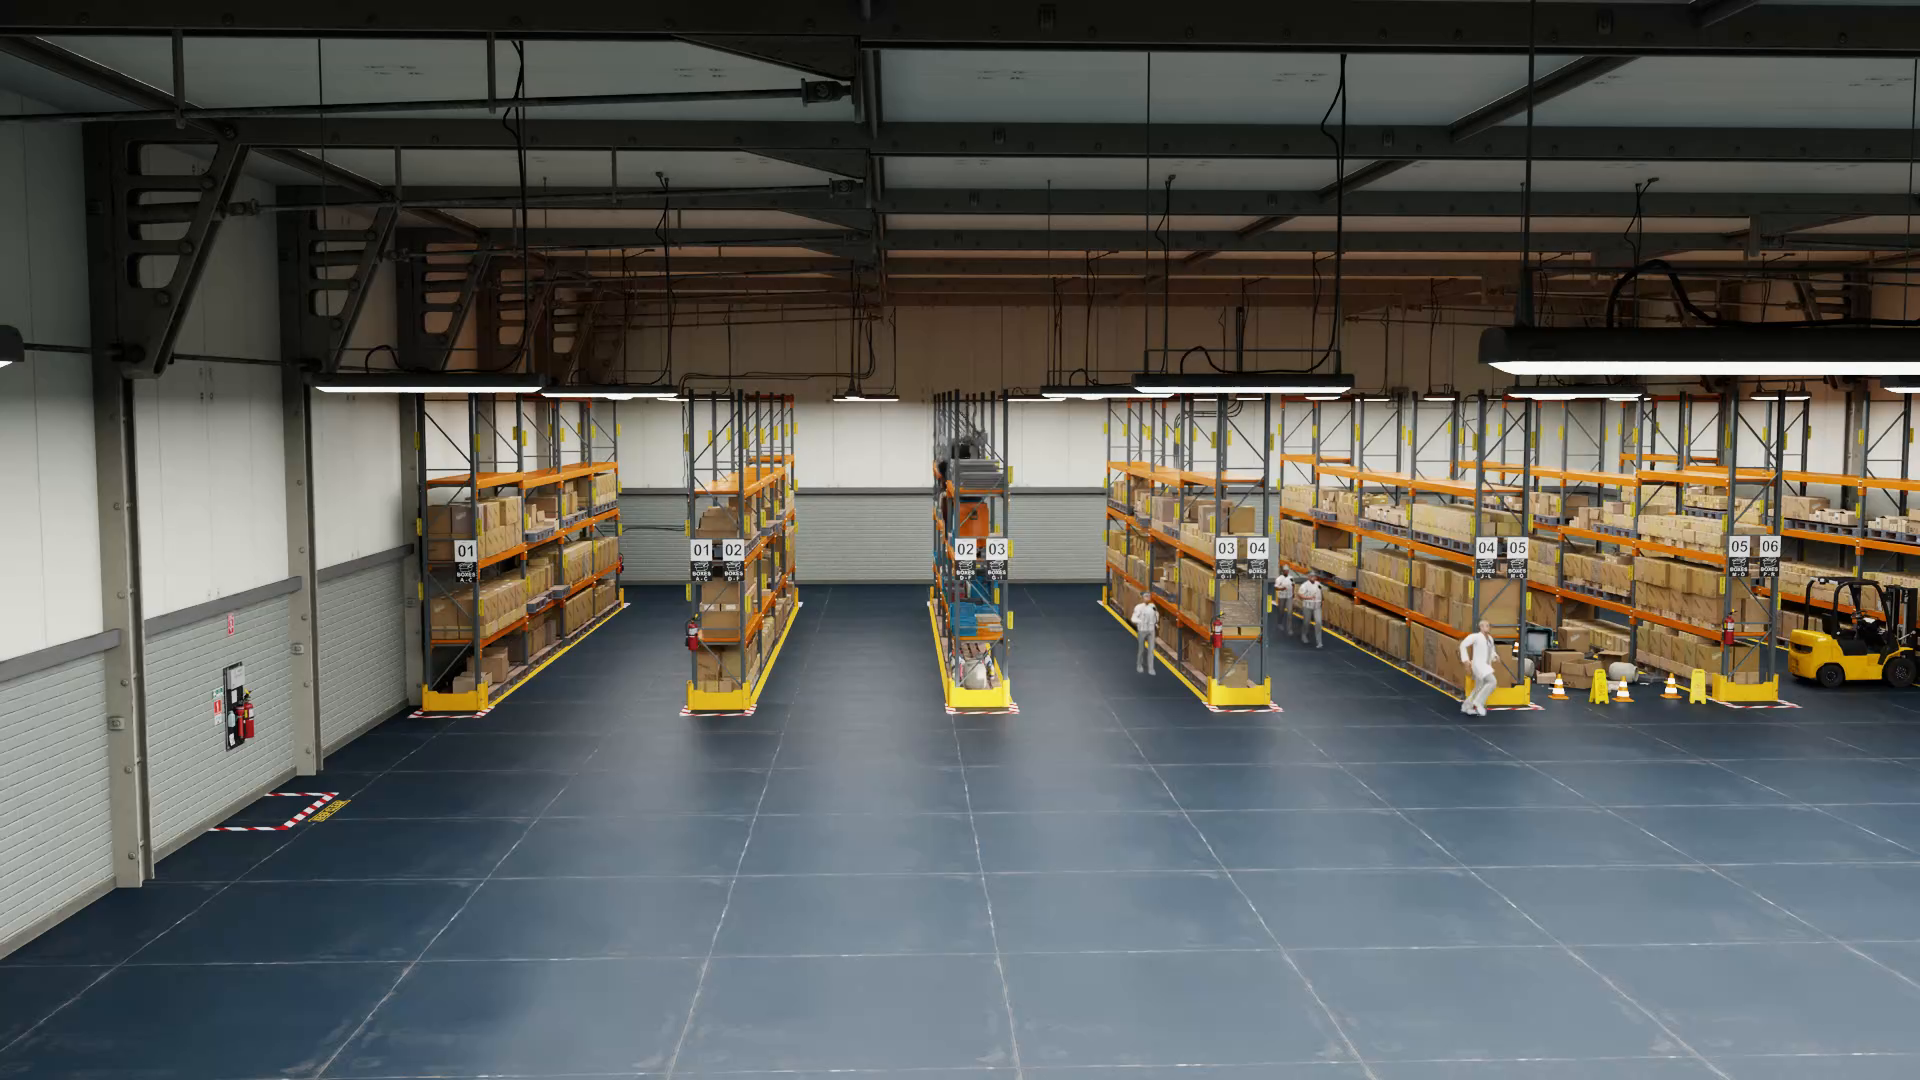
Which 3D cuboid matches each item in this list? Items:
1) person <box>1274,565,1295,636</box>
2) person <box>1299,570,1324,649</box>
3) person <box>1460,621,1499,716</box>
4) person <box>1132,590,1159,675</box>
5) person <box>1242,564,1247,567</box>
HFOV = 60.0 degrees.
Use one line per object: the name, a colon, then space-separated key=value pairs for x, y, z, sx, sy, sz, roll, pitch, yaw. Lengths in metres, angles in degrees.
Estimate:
person: x=8.115 y=1.475 z=41.506 sx=0.570 sy=1.718 sz=0.871 roll=0 pitch=5 yaw=-2
person: x=8.327 y=1.608 z=39.390 sx=0.648 sy=1.814 sz=0.931 roll=-1 pitch=5 yaw=-7
person: x=9.646 y=2.347 z=30.631 sx=0.695 sy=1.714 sz=0.684 roll=-4 pitch=6 yaw=-42
person: x=3.750 y=1.854 z=33.333 sx=0.617 sy=1.723 sz=0.876 roll=-1 pitch=5 yaw=-10
person: x=7.955 y=1.016 z=47.850 sx=0.647 sy=1.663 sz=0.618 roll=2 pitch=5 yaw=21
